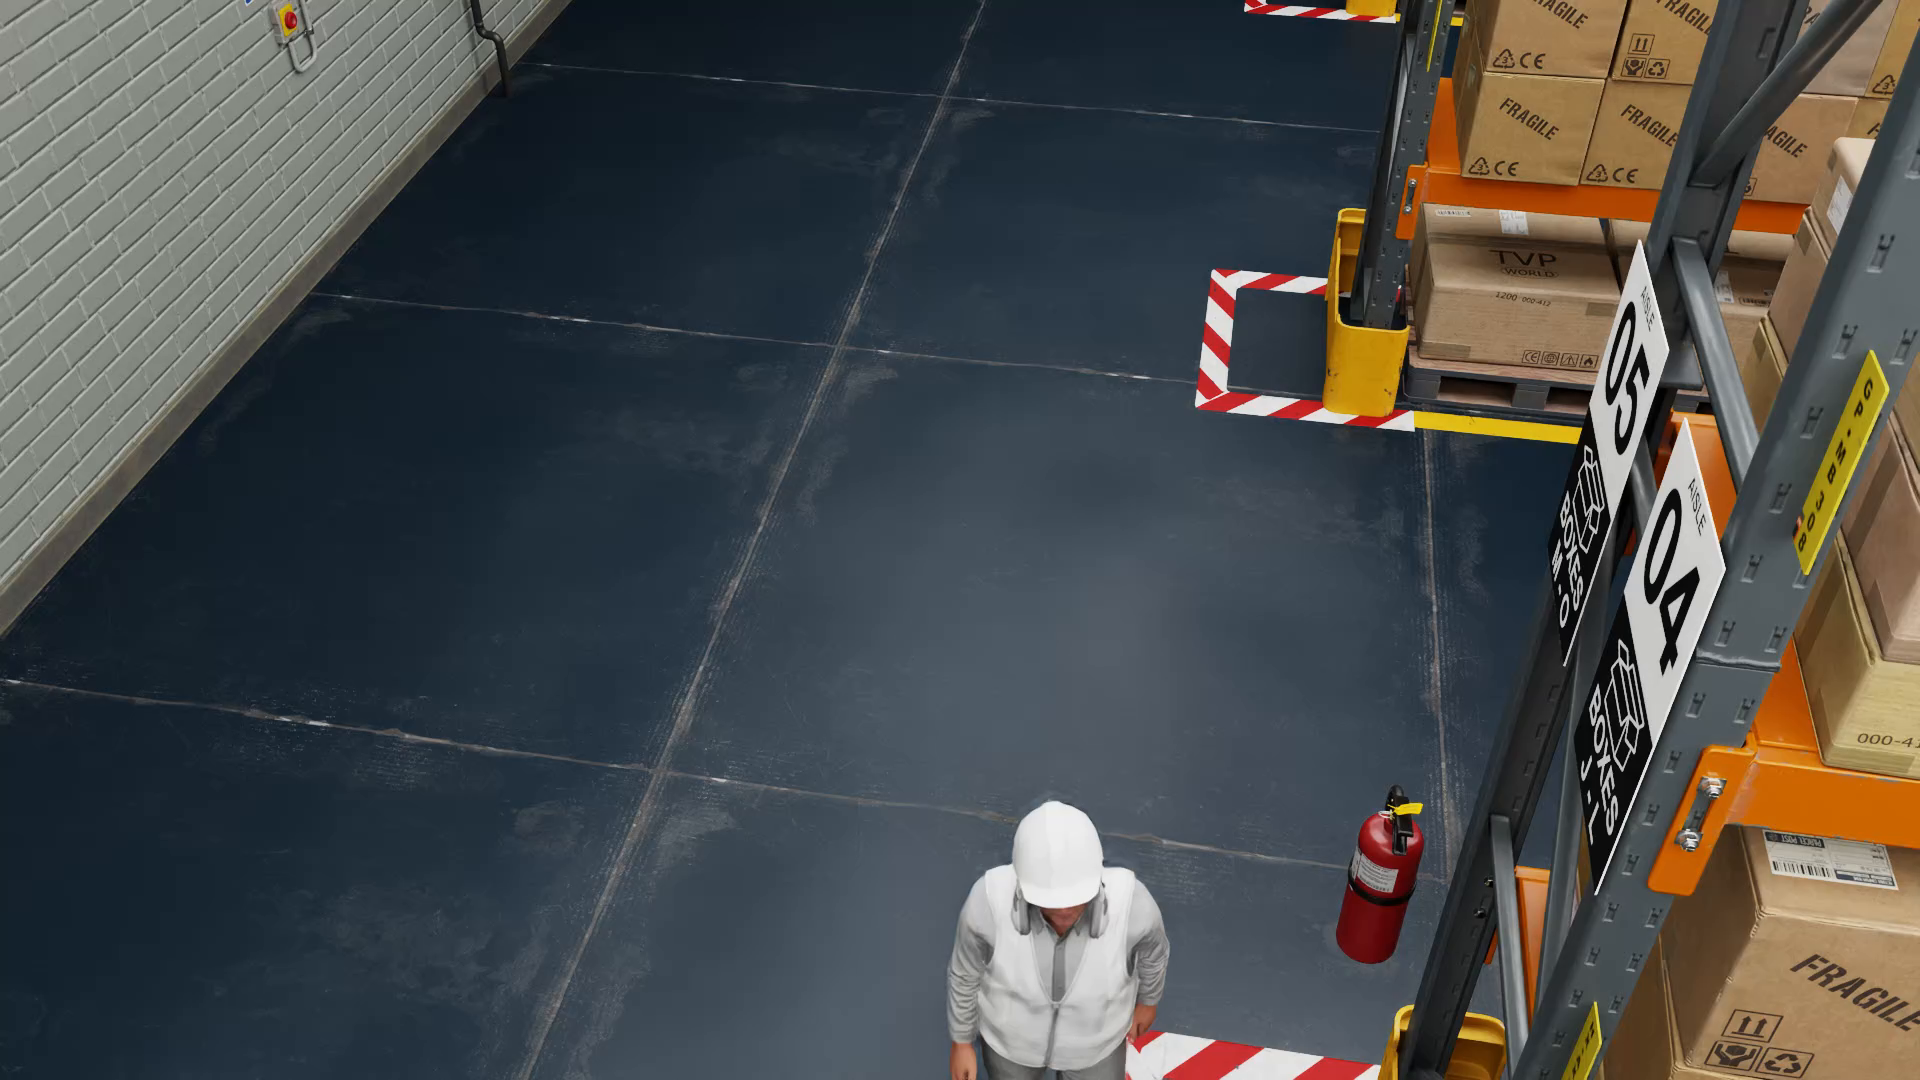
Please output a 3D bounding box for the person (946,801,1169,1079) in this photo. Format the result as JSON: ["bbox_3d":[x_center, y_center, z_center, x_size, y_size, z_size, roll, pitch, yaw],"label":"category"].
[{"bbox_3d":[0.257,1.344,4.555,0.585,1.813,0.471,4,40,4],"label":"person"}]
